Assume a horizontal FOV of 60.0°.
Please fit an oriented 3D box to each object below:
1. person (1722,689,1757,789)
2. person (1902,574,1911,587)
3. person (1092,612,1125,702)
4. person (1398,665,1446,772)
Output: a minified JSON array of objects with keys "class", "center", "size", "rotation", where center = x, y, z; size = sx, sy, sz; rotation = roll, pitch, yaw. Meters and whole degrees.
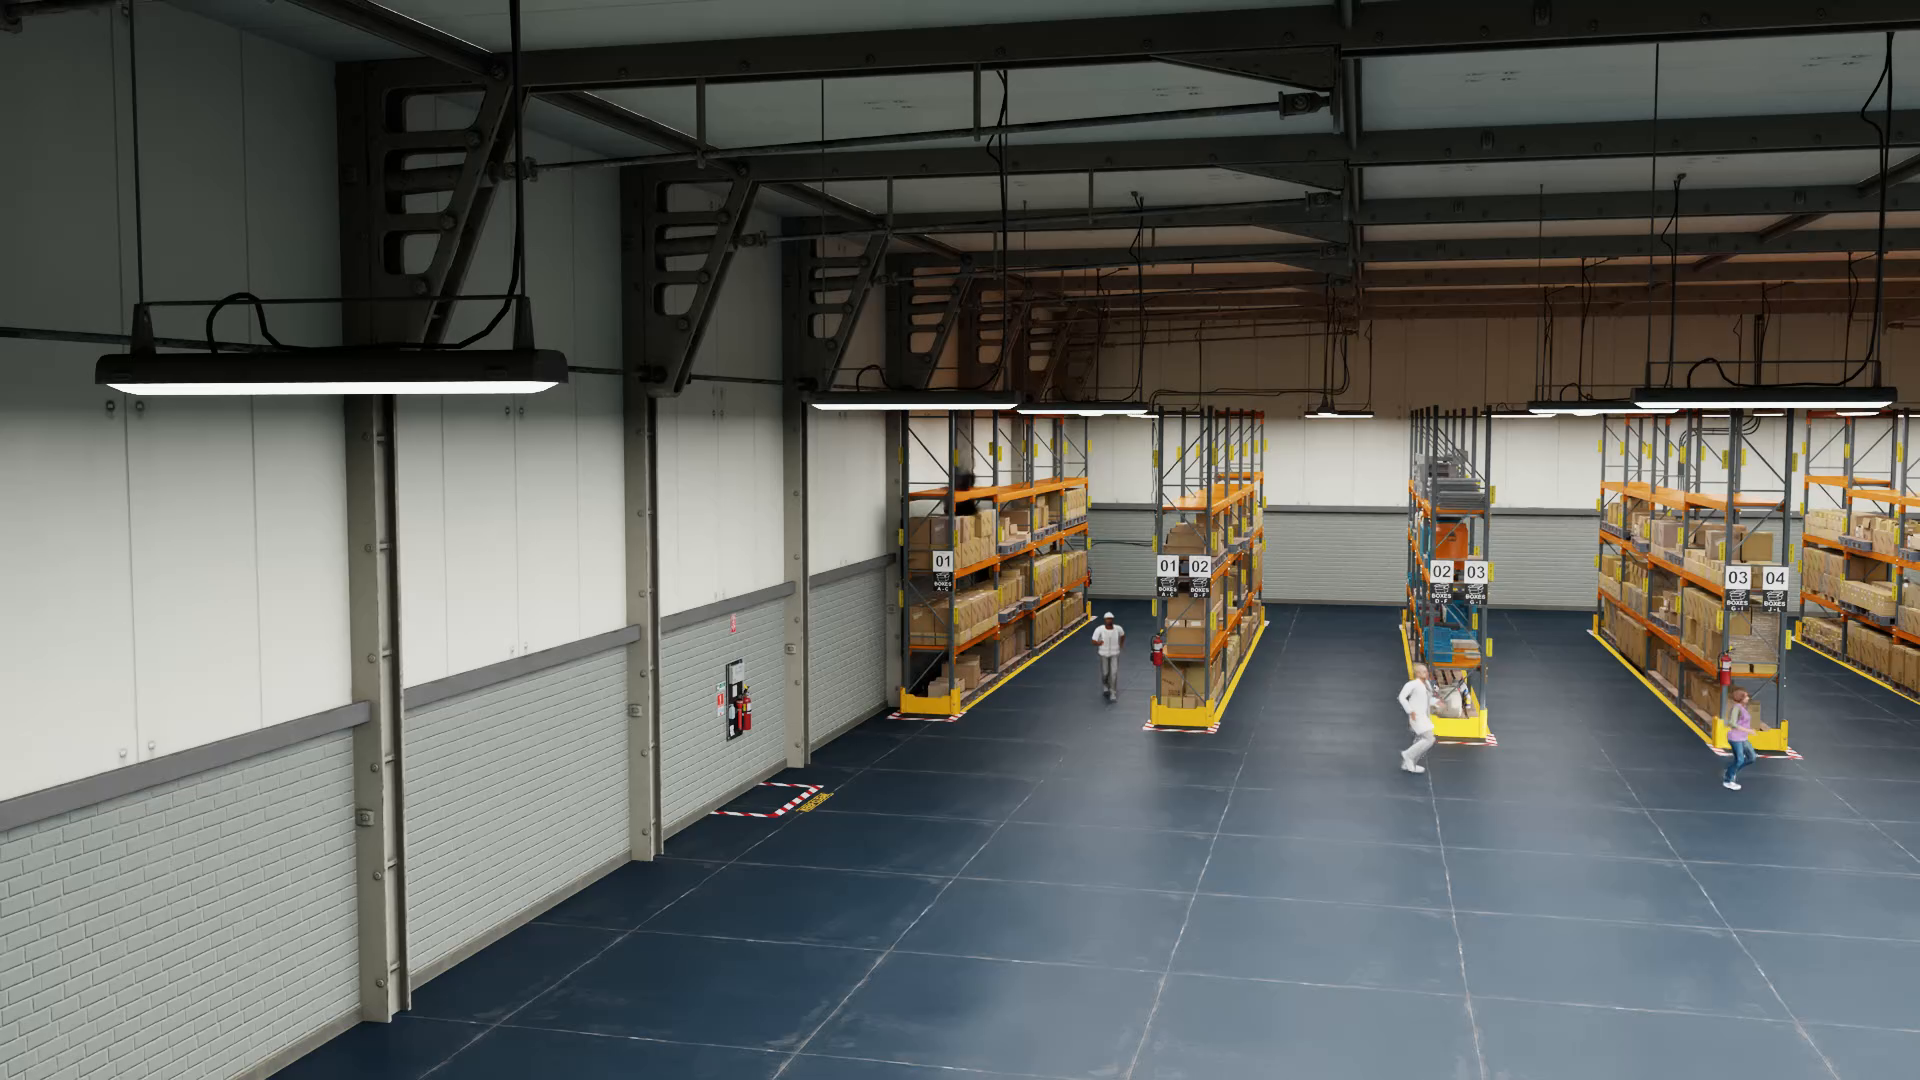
[{"class":"person","center":[12.090,3.089,25.738],"size":[0.533,1.562,0.539],"rotation":[4,6,43]},{"class":"person","center":[25.044,1.740,43.977],"size":[0.867,1.698,0.625],"rotation":[1,4,16]},{"class":"person","center":[3.056,2.364,34.144],"size":[0.695,1.771,0.962],"rotation":[0,4,0]},{"class":"person","center":[7.534,2.904,27.031],"size":[0.671,1.748,0.685],"rotation":[3,5,39]}]
